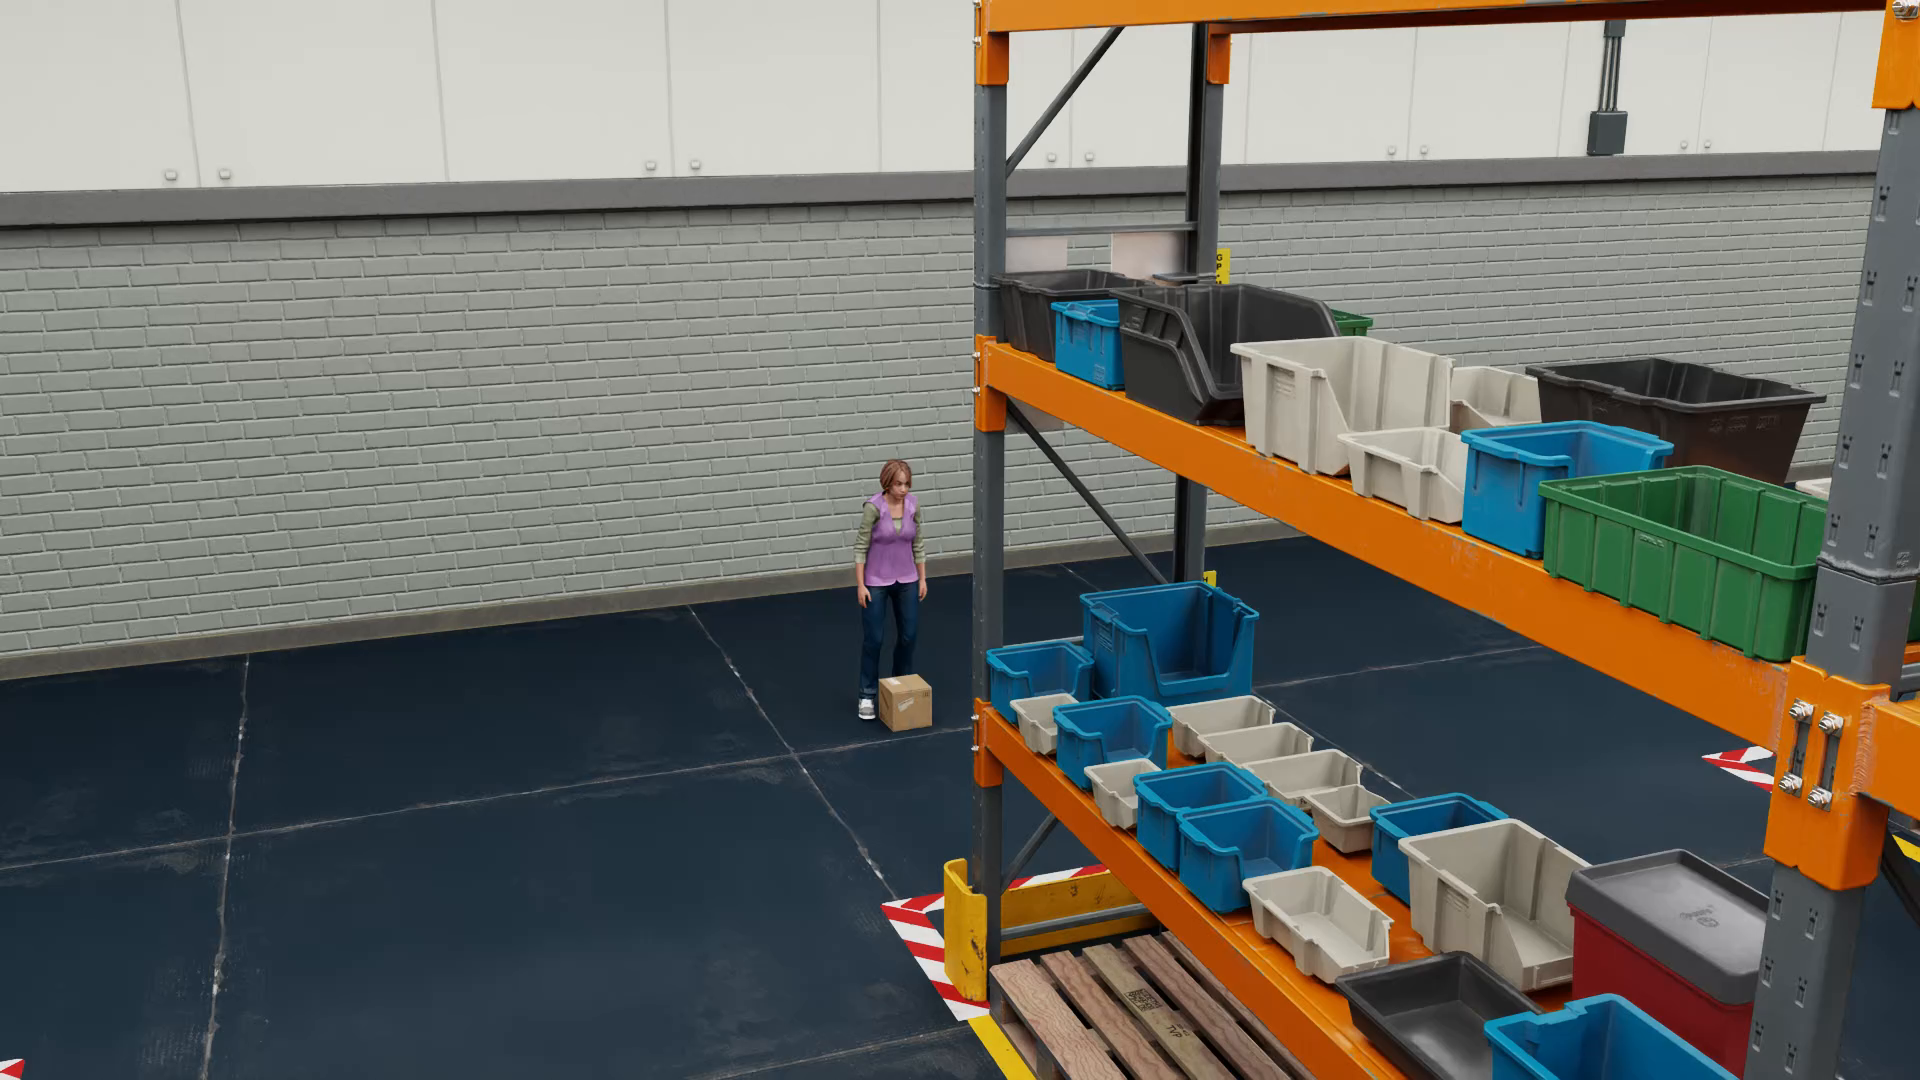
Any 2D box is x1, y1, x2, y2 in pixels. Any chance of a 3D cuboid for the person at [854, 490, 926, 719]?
[{"bbox_3d":[-4.461,0.354,6.876,10.400,3.194,2.633,-7,17,-24],"label":"person"}]
